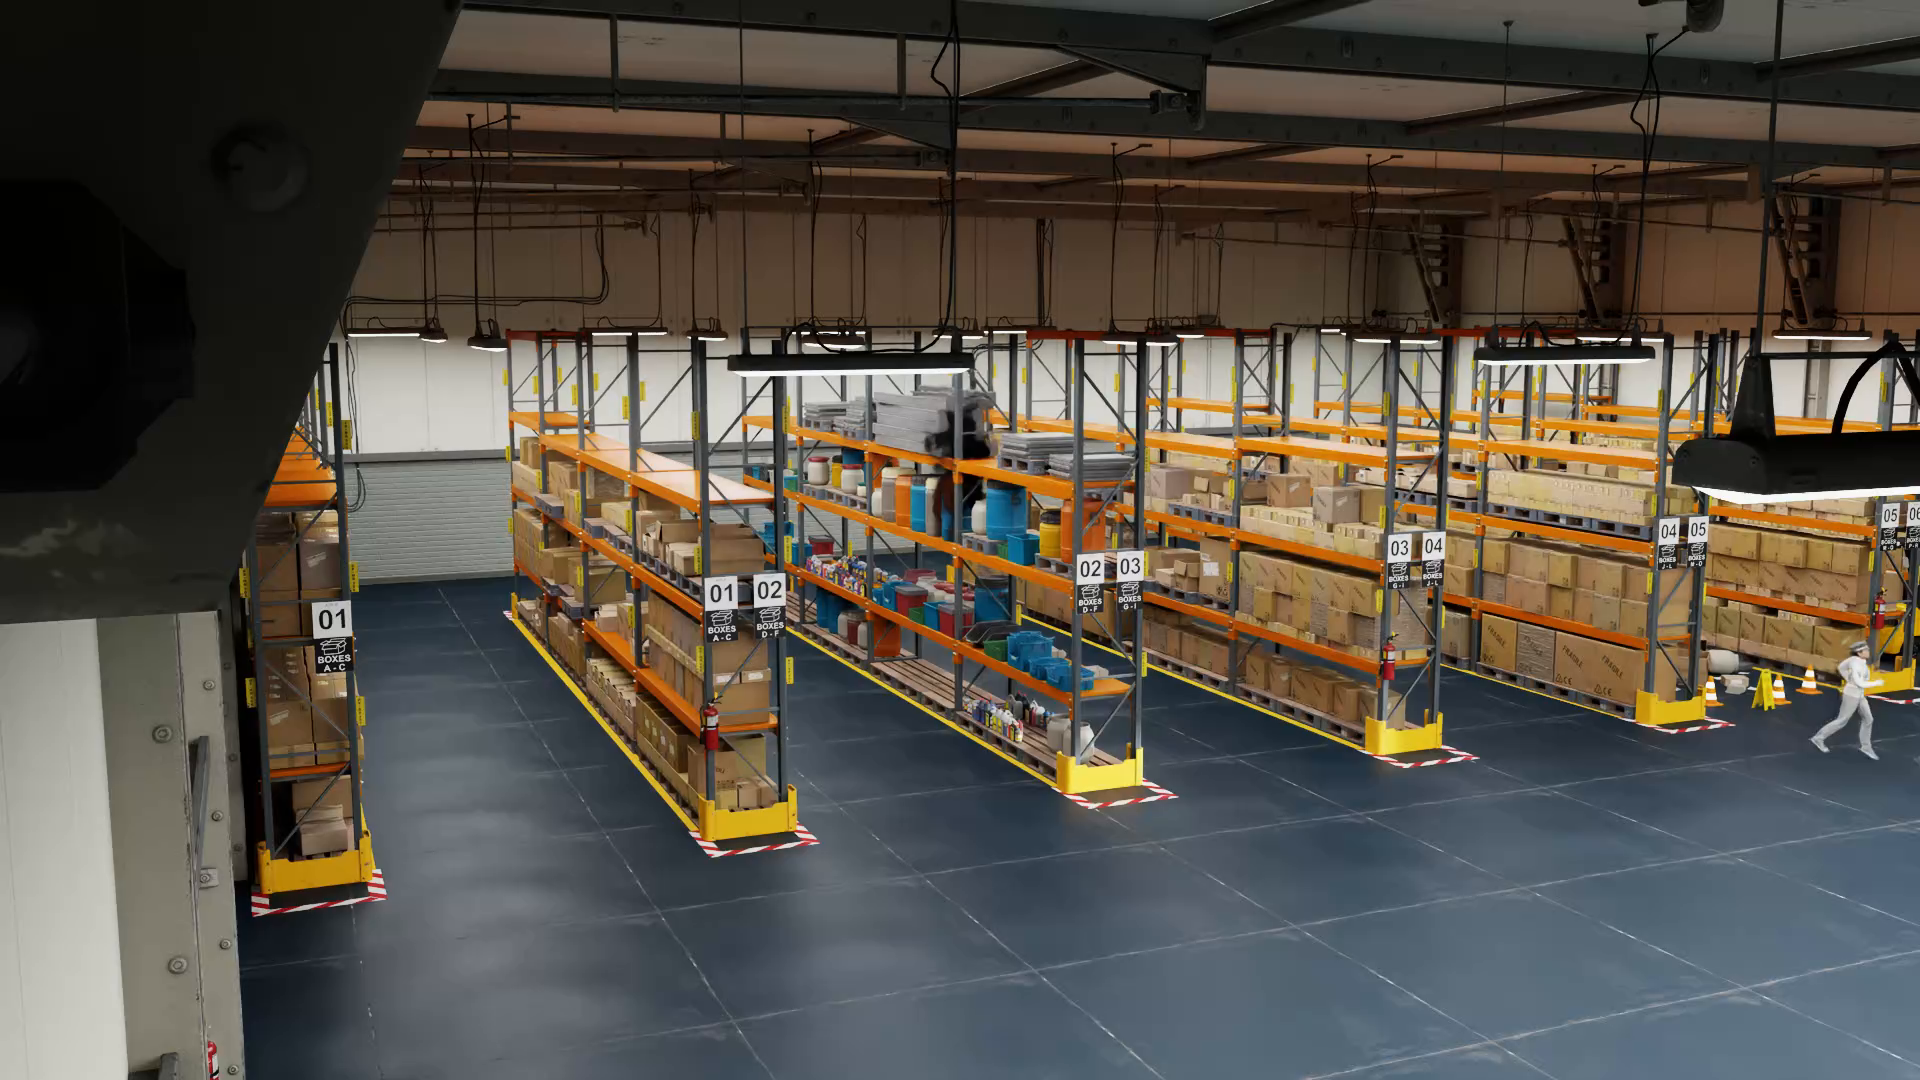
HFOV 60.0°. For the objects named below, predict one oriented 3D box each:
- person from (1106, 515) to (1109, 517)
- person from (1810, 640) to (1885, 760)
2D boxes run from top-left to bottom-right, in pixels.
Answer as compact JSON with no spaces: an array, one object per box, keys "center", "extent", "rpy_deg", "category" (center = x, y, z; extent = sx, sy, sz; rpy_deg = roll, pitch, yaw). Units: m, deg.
[{"center":[3.315,-0.022,40.144],"extent":[0.692,1.774,0.900],"rpy_deg":[4,9,26],"category":"person"},{"center":[12.721,2.269,23.804],"extent":[0.890,1.734,0.622],"rpy_deg":[4,9,29],"category":"person"}]
